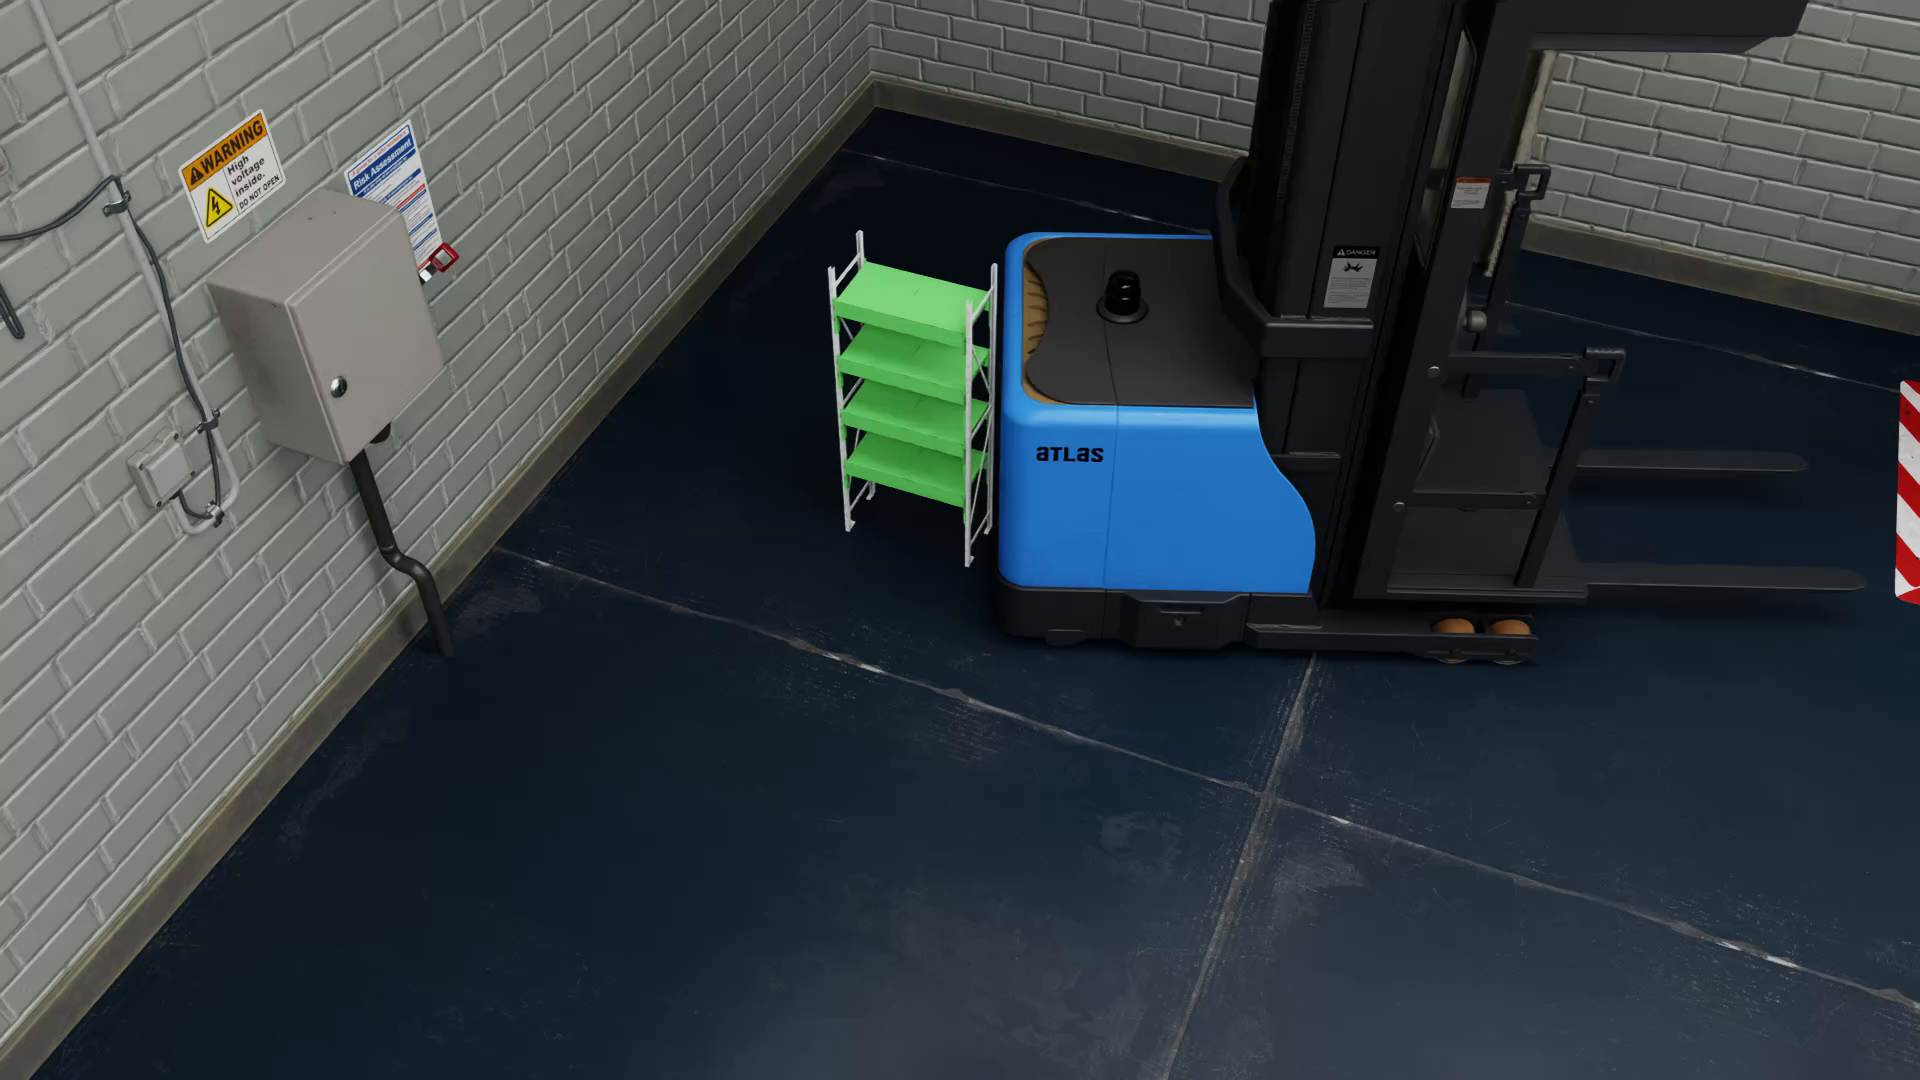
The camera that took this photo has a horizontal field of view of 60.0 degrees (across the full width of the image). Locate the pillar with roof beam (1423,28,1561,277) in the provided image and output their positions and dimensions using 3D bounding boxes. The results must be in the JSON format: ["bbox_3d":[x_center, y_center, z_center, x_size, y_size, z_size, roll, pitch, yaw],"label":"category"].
[{"bbox_3d":[0.611,-1.712,1.591,0.400,9.000,9.100,16,47,16],"label":"pillar with roof beam"}]

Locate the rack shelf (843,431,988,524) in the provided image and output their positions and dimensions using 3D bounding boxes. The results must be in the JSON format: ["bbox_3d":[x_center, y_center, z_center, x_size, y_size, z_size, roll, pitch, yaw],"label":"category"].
[{"bbox_3d":[-0.154,-0.255,6.086,0.480,0.148,0.258,16,47,16],"label":"rack shelf"}]

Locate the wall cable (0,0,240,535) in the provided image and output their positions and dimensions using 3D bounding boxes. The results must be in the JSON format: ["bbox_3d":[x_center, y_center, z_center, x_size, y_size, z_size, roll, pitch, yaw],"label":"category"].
[{"bbox_3d":[-2.176,-0.640,4.046,0.122,1.984,0.588,16,47,16],"label":"wall cable"}]

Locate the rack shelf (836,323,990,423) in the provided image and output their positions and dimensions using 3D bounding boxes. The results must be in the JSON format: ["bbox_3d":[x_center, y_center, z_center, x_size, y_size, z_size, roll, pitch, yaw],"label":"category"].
[{"bbox_3d":[-0.154,-0.595,5.748,0.480,0.148,0.258,16,47,16],"label":"rack shelf"}]

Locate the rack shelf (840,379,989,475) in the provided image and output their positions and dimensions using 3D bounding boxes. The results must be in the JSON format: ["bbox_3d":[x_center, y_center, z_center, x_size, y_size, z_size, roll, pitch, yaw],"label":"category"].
[{"bbox_3d":[-0.154,-0.425,5.917,0.480,0.148,0.258,16,47,16],"label":"rack shelf"}]

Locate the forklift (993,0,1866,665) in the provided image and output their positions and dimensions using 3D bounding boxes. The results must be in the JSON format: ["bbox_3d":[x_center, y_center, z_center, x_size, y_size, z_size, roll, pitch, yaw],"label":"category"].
[{"bbox_3d":[1.646,-0.988,5.165,3.031,2.935,1.130,1,45,1],"label":"forklift"}]

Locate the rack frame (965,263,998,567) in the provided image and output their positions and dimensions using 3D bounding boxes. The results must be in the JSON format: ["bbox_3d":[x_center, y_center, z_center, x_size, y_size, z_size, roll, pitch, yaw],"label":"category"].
[{"bbox_3d":[0.071,-0.404,5.806,0.015,1.200,0.240,16,47,16],"label":"rack frame"}]

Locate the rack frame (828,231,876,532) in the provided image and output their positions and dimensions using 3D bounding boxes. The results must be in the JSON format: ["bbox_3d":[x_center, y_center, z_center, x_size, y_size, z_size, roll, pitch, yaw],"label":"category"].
[{"bbox_3d":[-0.380,-0.536,5.938,0.015,1.200,0.240,16,47,16],"label":"rack frame"}]

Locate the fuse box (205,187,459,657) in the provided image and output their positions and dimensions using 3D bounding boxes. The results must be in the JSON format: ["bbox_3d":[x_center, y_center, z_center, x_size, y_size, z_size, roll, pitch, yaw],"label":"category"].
[{"bbox_3d":[-1.768,-0.224,5.262,0.414,1.711,0.539,16,47,16],"label":"fuse box"}]

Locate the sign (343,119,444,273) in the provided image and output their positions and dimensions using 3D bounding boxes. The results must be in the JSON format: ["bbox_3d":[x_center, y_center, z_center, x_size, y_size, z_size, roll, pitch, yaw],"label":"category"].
[{"bbox_3d":[-1.769,-1.025,5.221,0.001,0.494,0.329,16,47,16],"label":"sign"}]

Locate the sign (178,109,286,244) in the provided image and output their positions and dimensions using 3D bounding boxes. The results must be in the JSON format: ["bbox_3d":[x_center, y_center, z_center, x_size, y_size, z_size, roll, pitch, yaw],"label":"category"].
[{"bbox_3d":[-1.980,-0.994,4.537,0.001,0.242,0.339,16,47,16],"label":"sign"}]

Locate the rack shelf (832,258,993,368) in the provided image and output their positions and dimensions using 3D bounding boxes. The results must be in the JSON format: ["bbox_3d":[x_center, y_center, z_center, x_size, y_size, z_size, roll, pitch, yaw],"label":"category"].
[{"bbox_3d":[-0.154,-0.765,5.579,0.480,0.148,0.258,16,47,16],"label":"rack shelf"}]

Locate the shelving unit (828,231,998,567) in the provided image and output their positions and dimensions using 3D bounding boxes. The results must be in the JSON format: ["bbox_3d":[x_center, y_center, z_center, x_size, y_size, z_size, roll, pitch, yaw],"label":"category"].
[{"bbox_3d":[-0.154,-0.470,5.872,0.503,1.200,0.258,16,47,16],"label":"shelving unit"}]
